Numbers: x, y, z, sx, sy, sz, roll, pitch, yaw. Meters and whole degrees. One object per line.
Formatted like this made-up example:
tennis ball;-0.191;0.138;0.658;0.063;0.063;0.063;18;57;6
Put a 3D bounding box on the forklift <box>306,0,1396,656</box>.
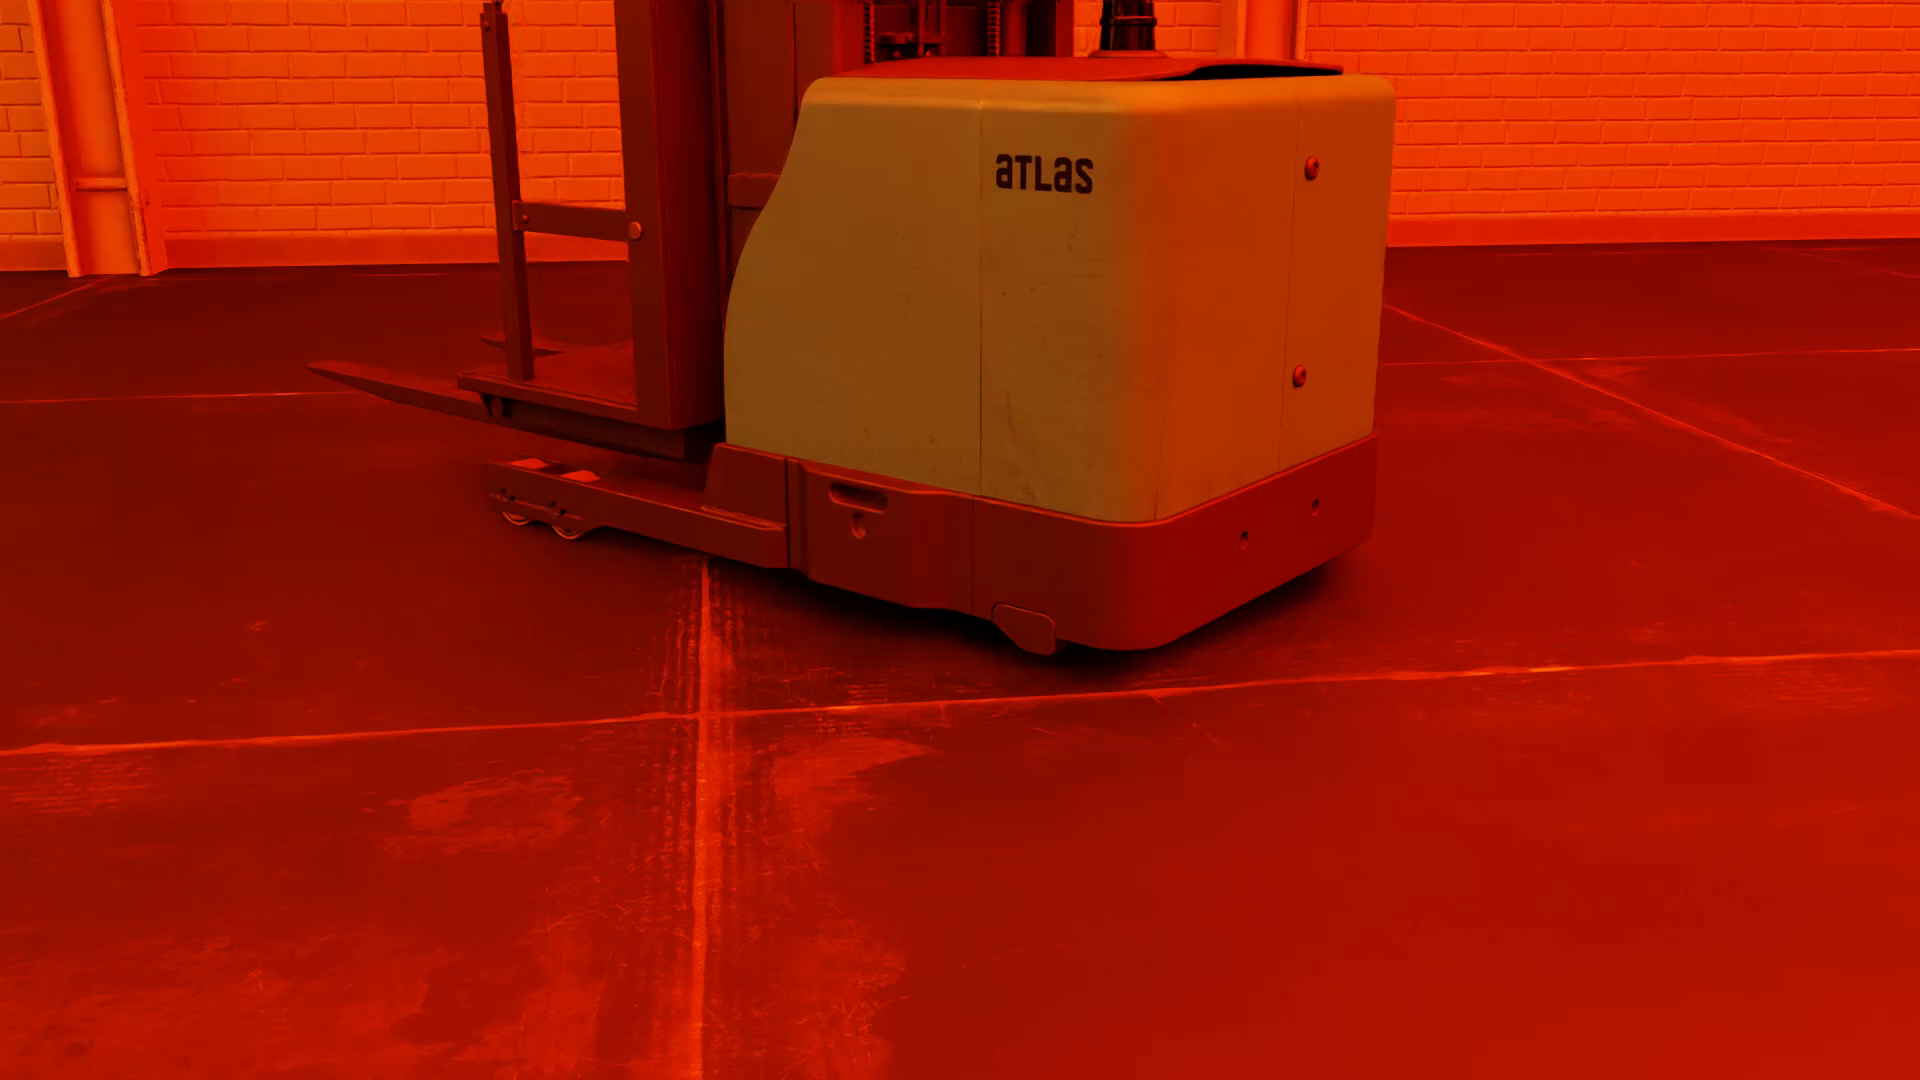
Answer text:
forklift;-0.539;-1.509;3.894;3.031;2.935;1.130;13;21;37
